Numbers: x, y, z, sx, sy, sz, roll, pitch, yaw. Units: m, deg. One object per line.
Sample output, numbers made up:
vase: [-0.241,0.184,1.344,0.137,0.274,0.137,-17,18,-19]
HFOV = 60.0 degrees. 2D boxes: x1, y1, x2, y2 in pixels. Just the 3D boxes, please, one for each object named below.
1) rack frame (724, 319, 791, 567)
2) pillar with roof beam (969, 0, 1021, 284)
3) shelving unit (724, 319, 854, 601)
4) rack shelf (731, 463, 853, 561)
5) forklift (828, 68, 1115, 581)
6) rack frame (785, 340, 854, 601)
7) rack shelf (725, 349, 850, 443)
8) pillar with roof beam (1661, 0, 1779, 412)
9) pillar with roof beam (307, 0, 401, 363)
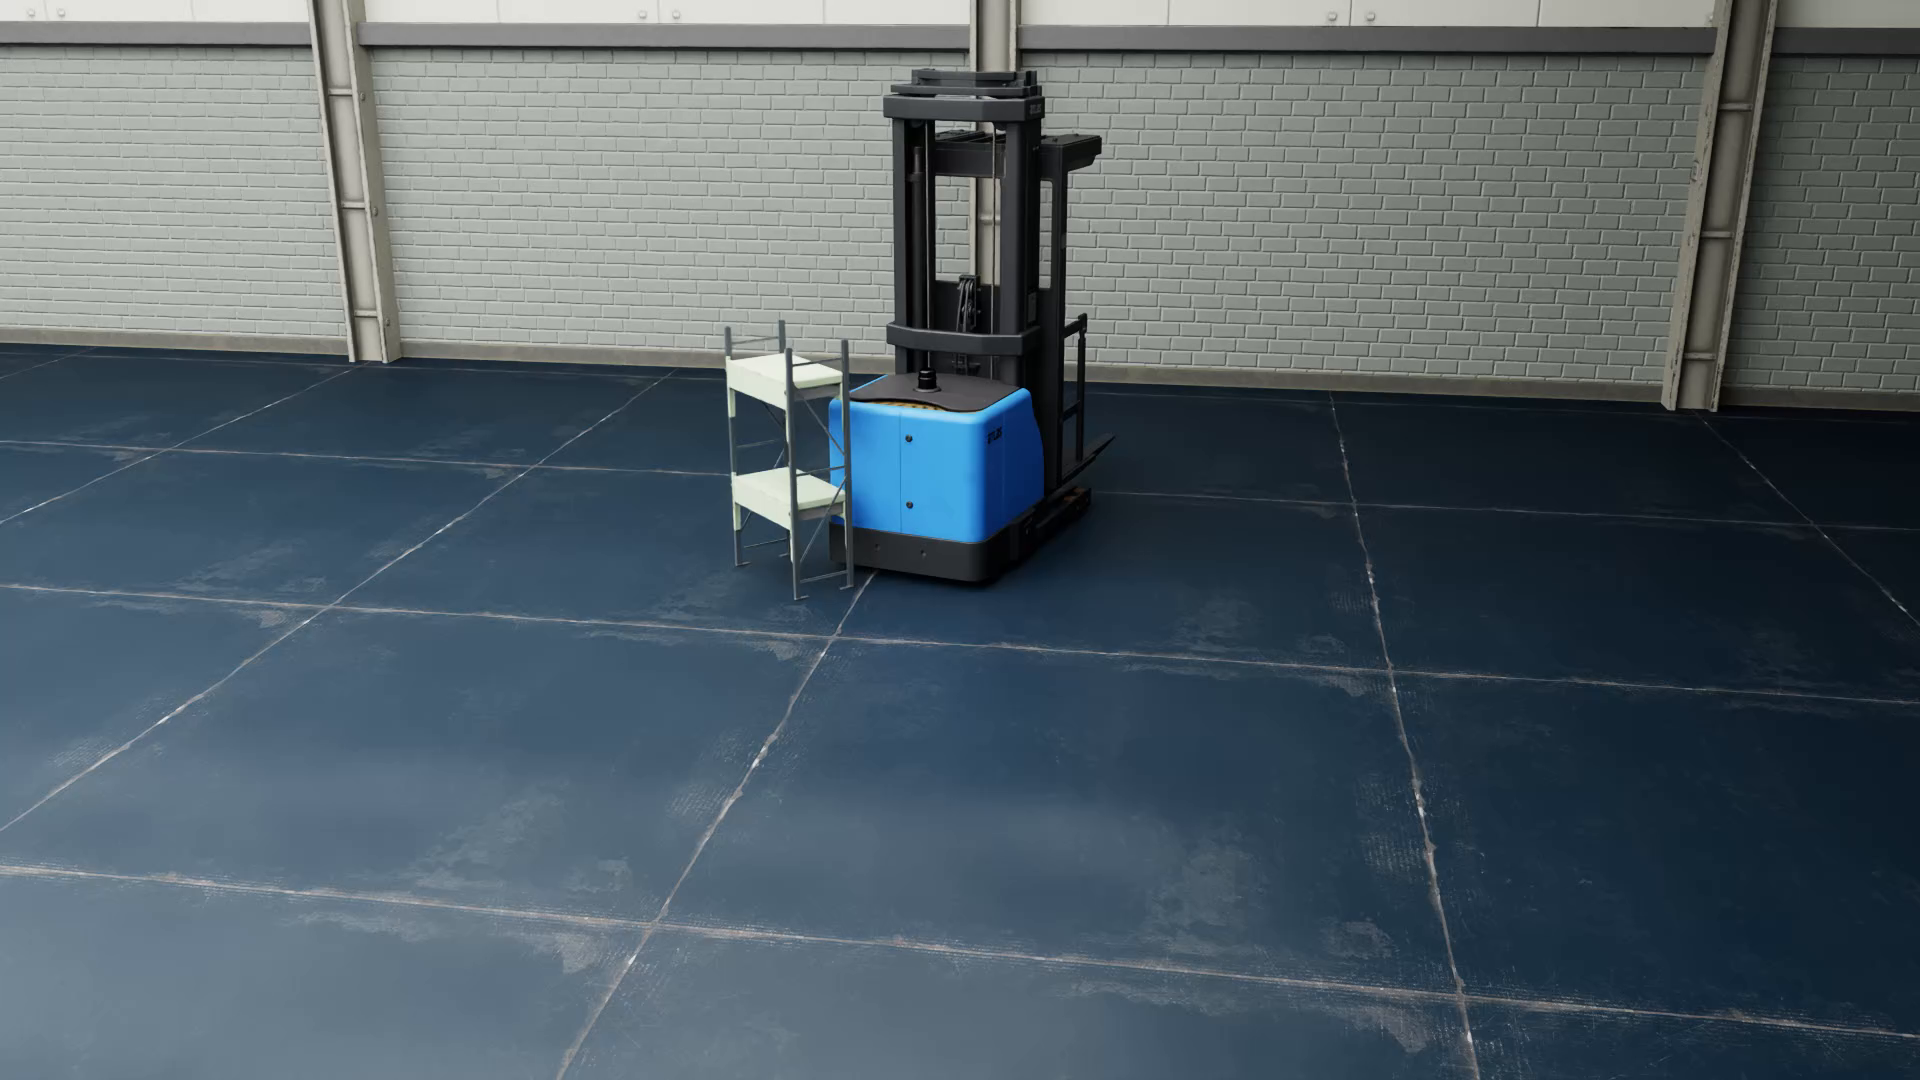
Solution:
rack frame: [-1.226,-0.585,10.185,0.400,1.500,0.023,-13,22,-33]
pillar with roof beam: [-0.381,-4.360,9.653,0.400,9.000,9.100,3,19,9]
shelving unit: [-1.016,-0.490,9.901,0.431,1.500,0.755,-13,22,-33]
rack shelf: [-1.015,-0.181,10.005,0.431,0.370,0.720,-13,22,-33]
forklift: [0.250,-1.572,10.881,1.130,2.935,3.031,8,20,22]
rack frame: [-0.806,-0.395,9.617,0.400,1.500,0.023,-13,22,-33]
rack shelf: [-1.017,-0.860,9.777,0.431,0.370,0.720,-13,22,-33]
pillar with roof beam: [5.543,-4.058,8.751,0.400,9.000,9.100,3,19,9]
pillar with roof beam: [-6.305,-4.662,10.556,0.400,9.000,9.100,3,19,9]
